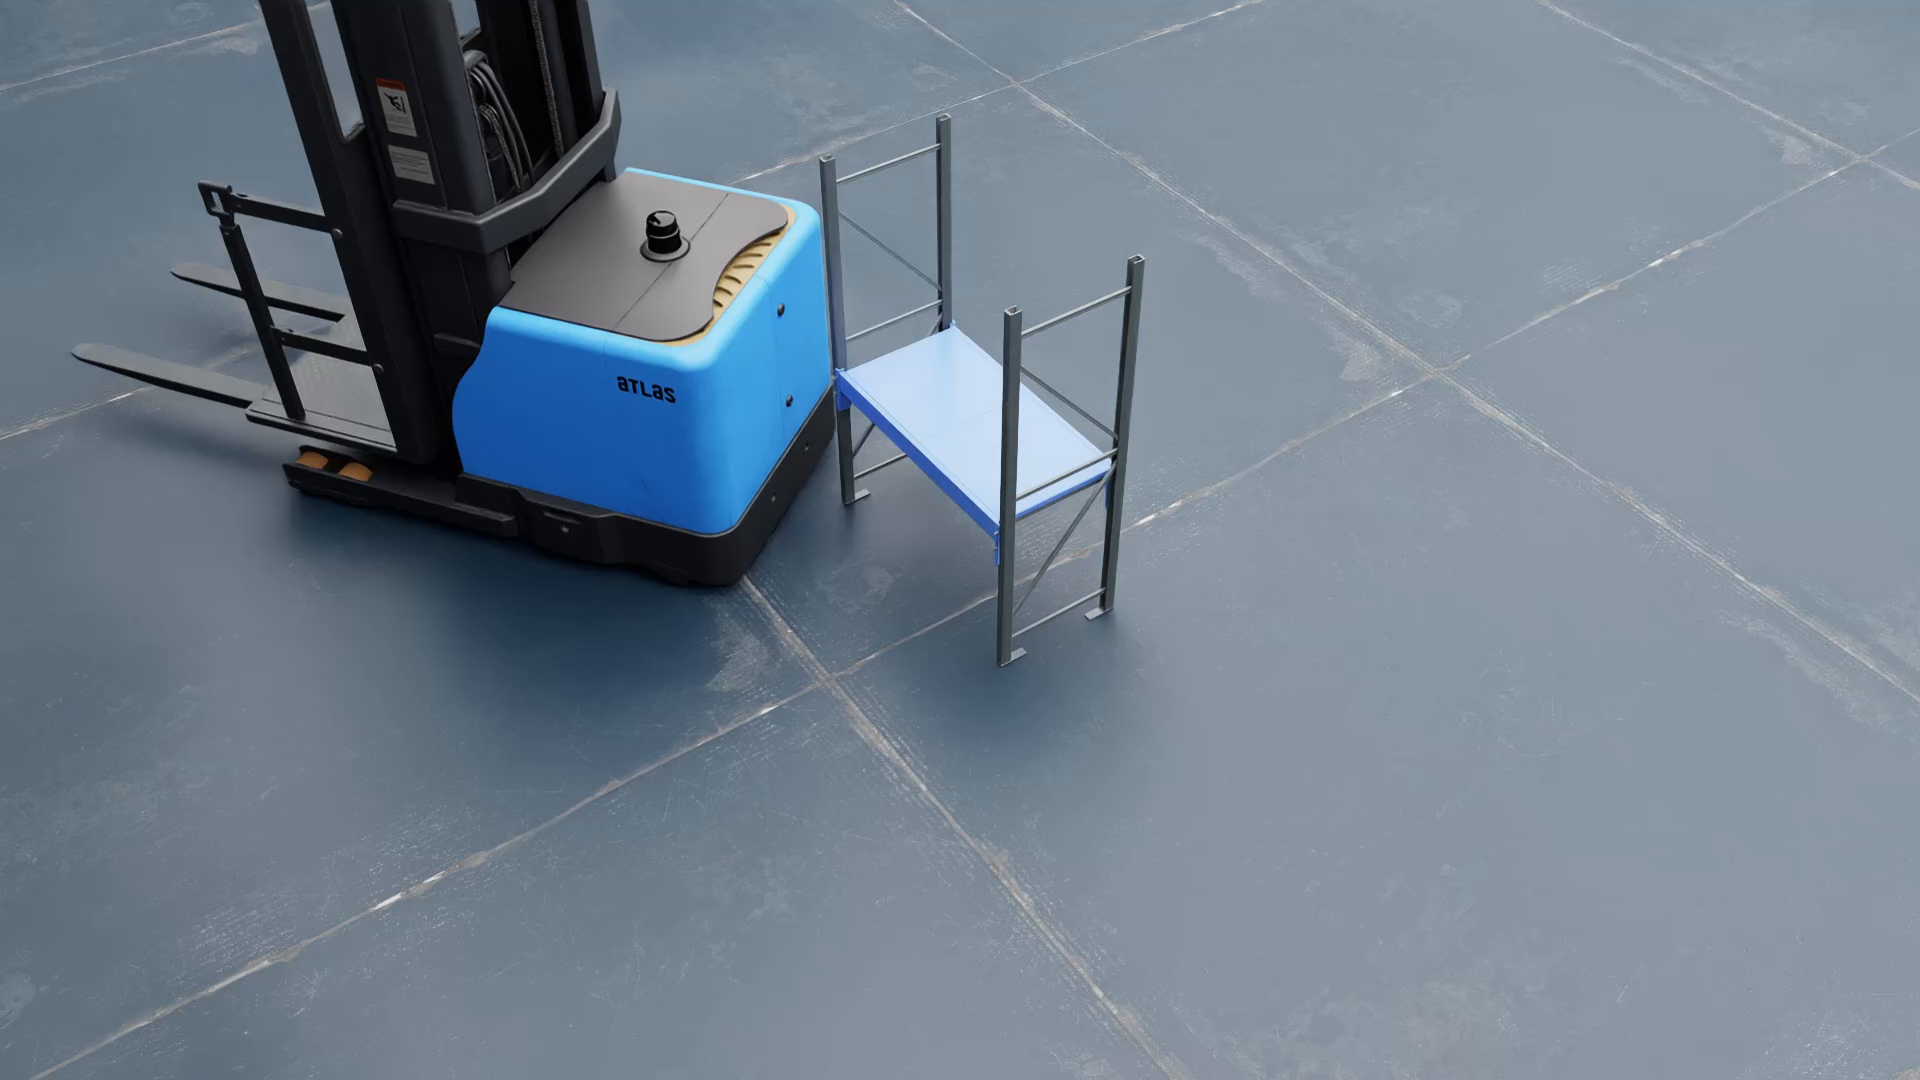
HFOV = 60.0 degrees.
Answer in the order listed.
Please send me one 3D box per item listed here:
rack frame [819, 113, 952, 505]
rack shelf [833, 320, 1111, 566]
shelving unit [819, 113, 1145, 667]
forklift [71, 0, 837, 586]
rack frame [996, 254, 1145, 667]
[{"bbox_3d":[-0.242,-0.782,5.983,0.500,1.500,0.032,-26,49,-24],"label":"rack frame"},{"bbox_3d":[0.049,-0.364,5.806,0.538,0.185,1.000,-26,49,-24],"label":"rack shelf"},{"bbox_3d":[0.049,-0.494,5.682,0.538,1.500,1.048,-26,49,-24],"label":"shelving unit"},{"bbox_3d":[-2.059,-1.519,5.719,3.031,2.935,1.130,14,45,14],"label":"forklift"},{"bbox_3d":[0.340,-0.206,5.380,0.500,1.500,0.032,-26,49,-24],"label":"rack frame"}]
